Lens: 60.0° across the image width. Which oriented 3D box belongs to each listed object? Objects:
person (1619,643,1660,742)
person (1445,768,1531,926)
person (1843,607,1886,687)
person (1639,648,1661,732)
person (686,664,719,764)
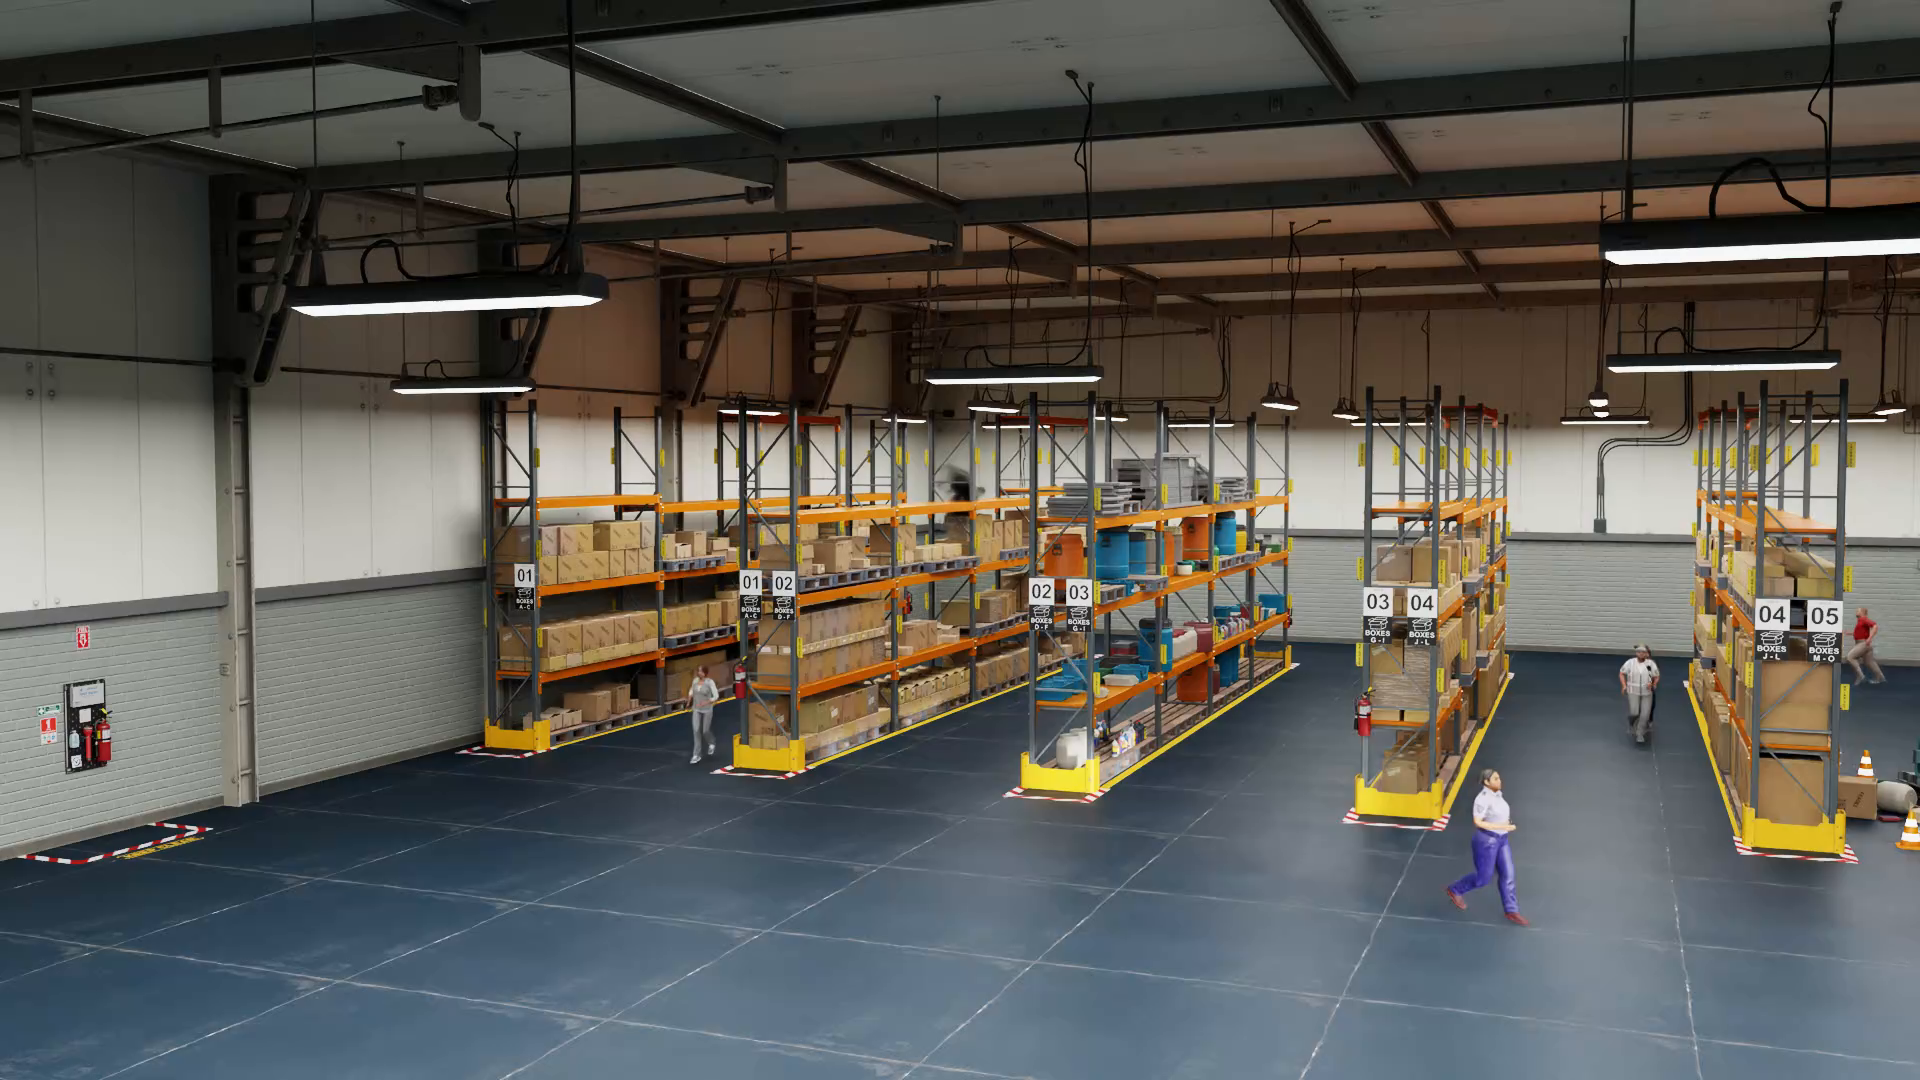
[{"bbox_3d":[11.976,2.691,29.287,0.658,1.735,0.591,1,3,16],"label":"person"},{"bbox_3d":[5.707,3.291,17.956,0.921,1.637,0.588,3,4,44],"label":"person"},{"bbox_3d":[19.802,2.354,36.427,0.895,1.753,0.674,2,3,29],"label":"person"},{"bbox_3d":[12.447,2.727,30.173,0.512,1.547,0.593,1,3,20],"label":"person"},{"bbox_3d":[-4.249,2.848,27.532,0.558,1.601,0.779,1,3,11],"label":"person"}]
